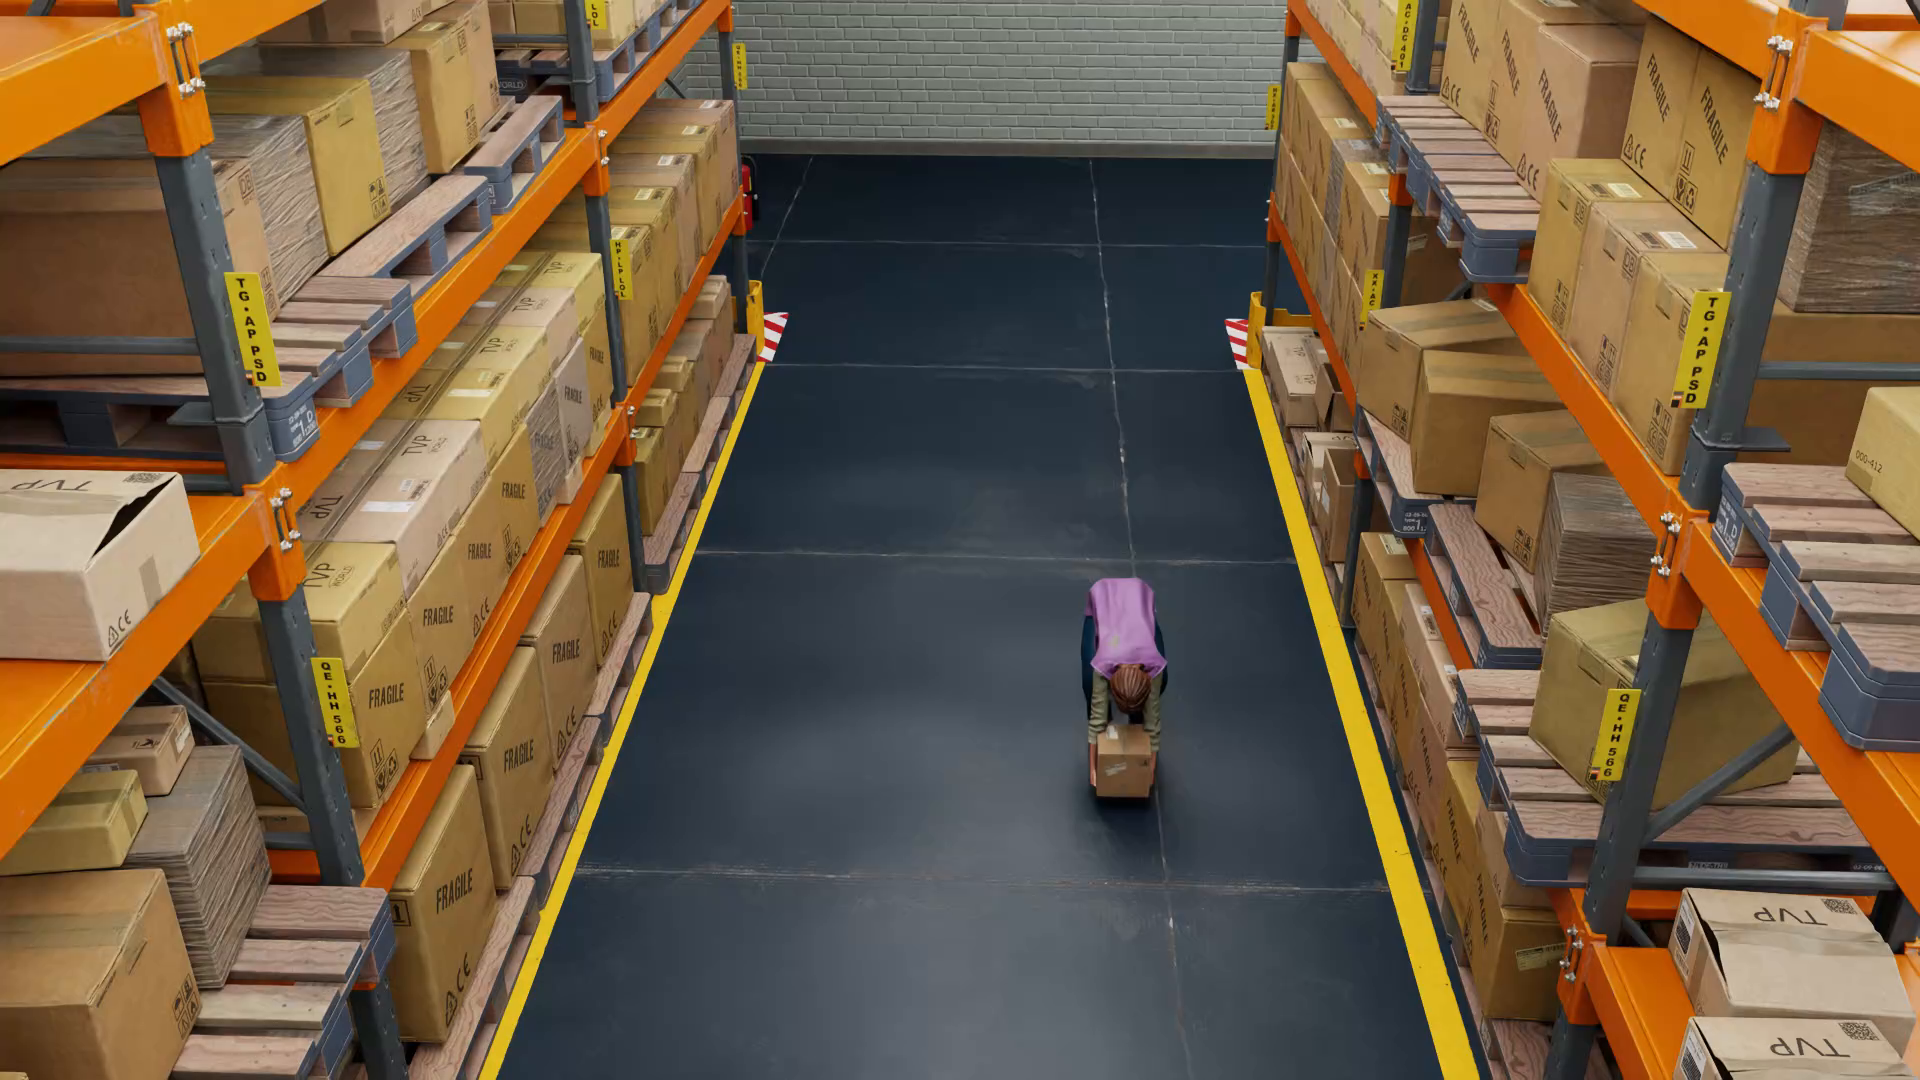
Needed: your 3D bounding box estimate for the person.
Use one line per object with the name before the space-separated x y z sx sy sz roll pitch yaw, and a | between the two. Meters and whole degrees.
person | 0.819 0.295 8.089 0.481 1.592 0.347 -1 28 -1
